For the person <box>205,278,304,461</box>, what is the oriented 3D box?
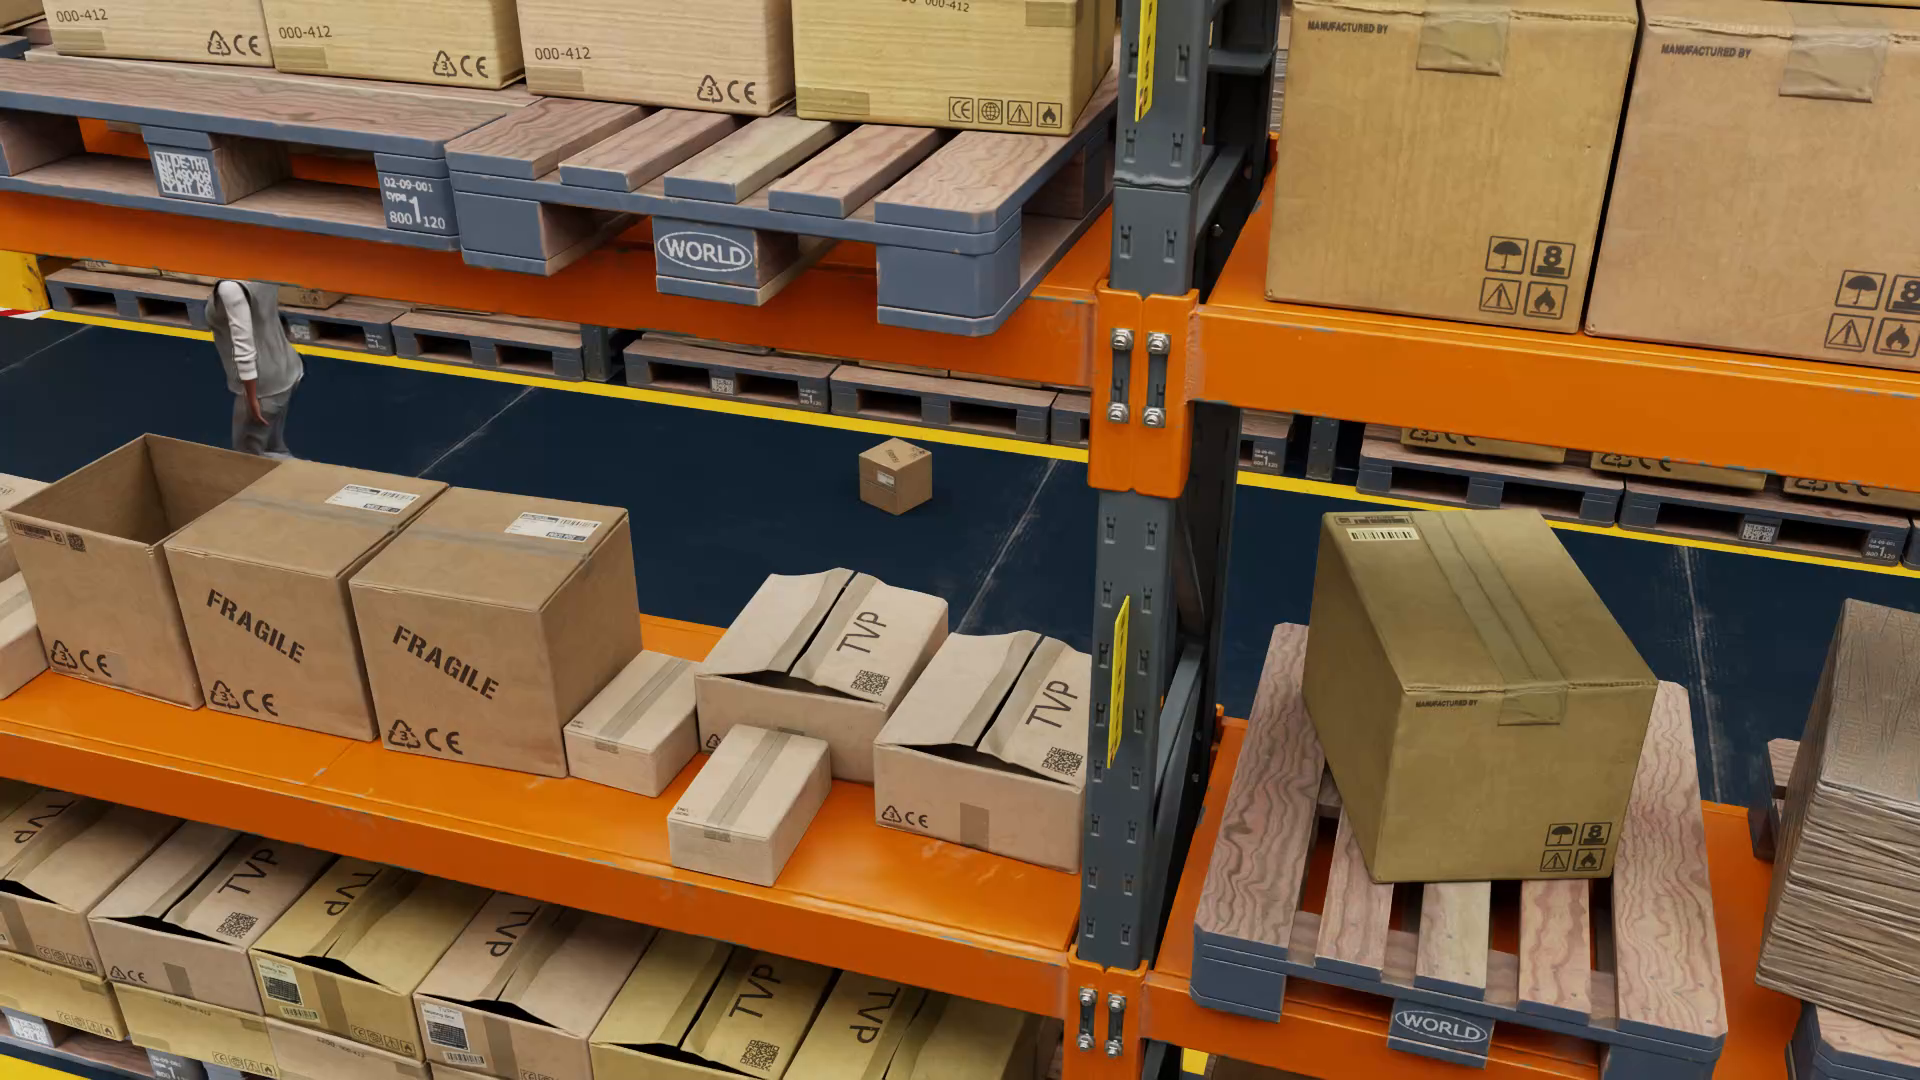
[{"bbox_3d":[-3.005,-0.680,7.288,0.553,1.586,0.431,0,30,0],"label":"person"}]
